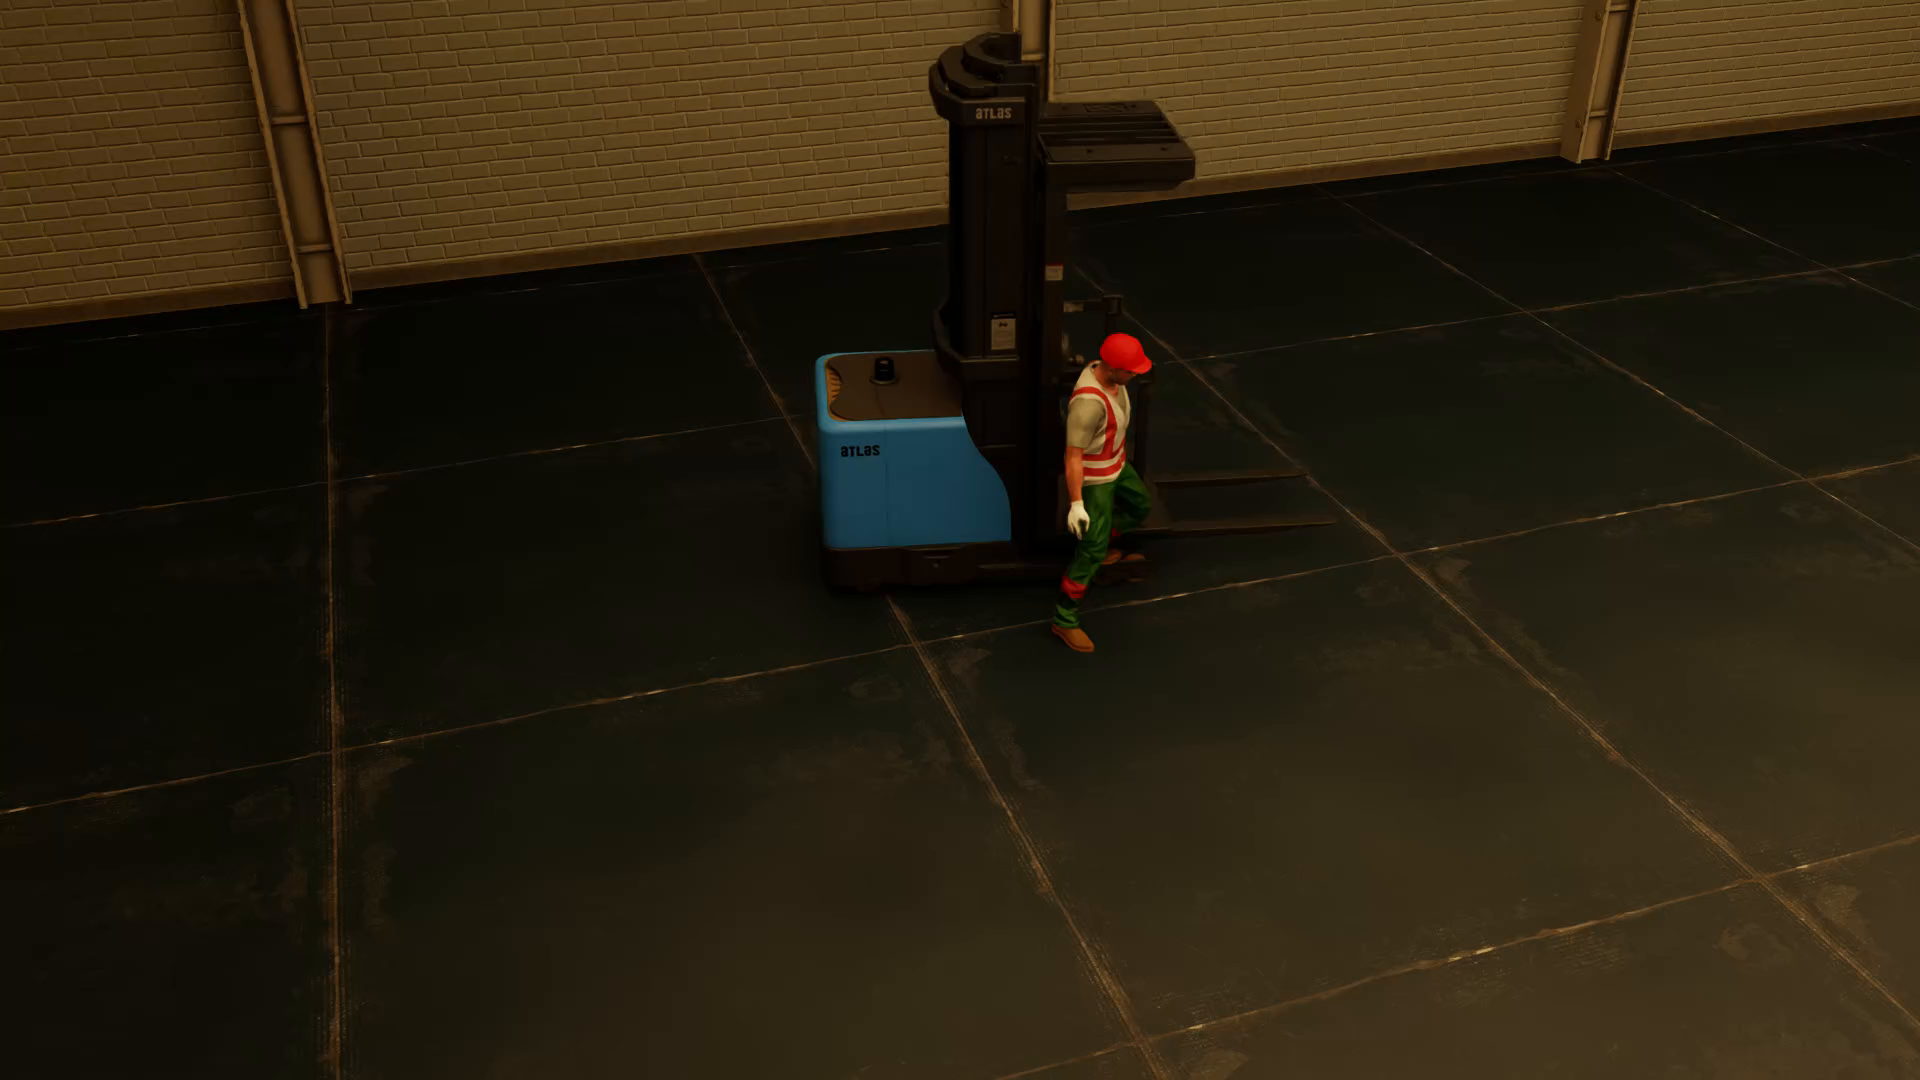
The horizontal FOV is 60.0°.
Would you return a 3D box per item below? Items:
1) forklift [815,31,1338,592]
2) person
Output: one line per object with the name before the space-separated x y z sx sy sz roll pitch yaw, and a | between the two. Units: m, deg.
forklift | 0.685 -1.275 9.302 3.031 2.935 1.130 -3 30 -5
person | 0.774 -0.333 8.891 0.448 1.734 0.955 10 31 16
